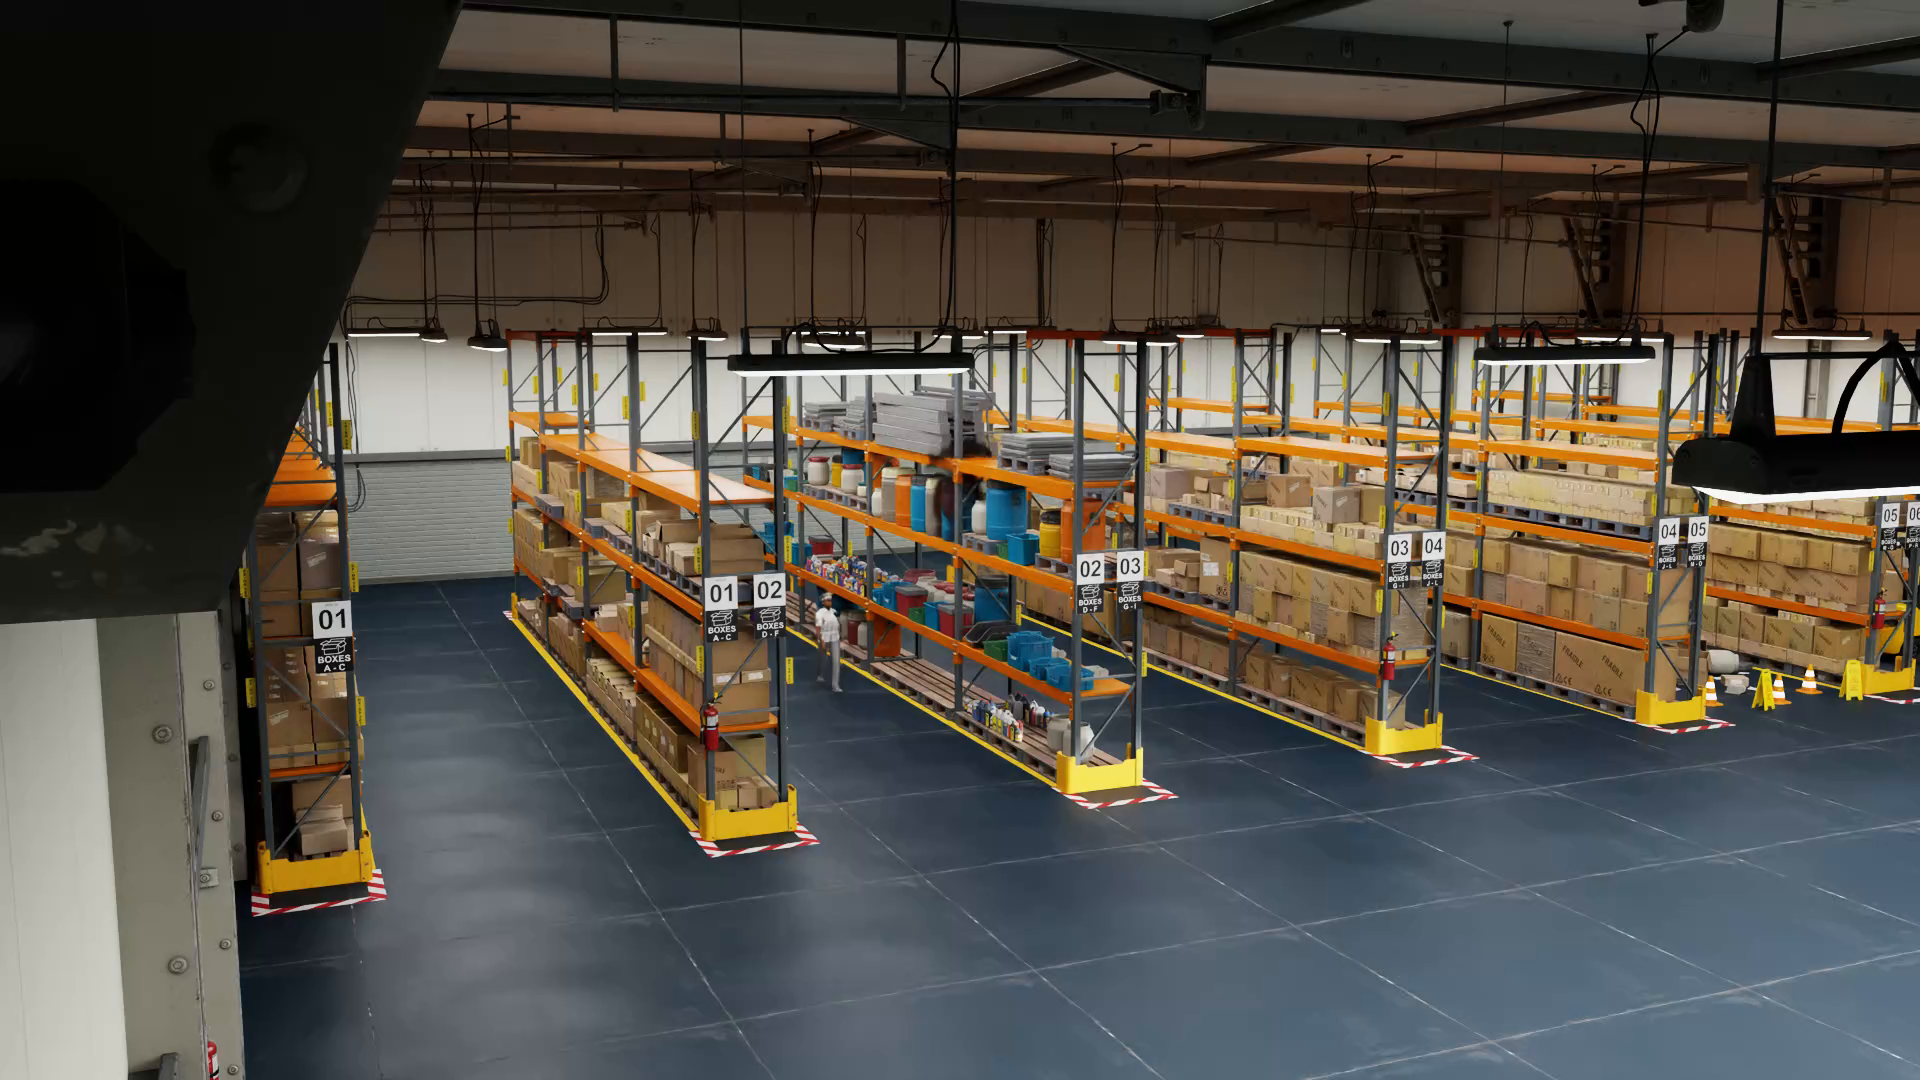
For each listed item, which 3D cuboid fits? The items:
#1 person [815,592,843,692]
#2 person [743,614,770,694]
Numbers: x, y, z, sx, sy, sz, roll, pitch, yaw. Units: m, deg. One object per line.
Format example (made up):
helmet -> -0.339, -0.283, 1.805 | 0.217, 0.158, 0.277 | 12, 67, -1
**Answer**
person -> -2.219, 1.696, 28.024 | 0.456, 1.654, 0.928 | -2, 8, -17
person -> -3.360, 1.700, 27.485 | 0.414, 1.769, 0.635 | -4, 9, -28
